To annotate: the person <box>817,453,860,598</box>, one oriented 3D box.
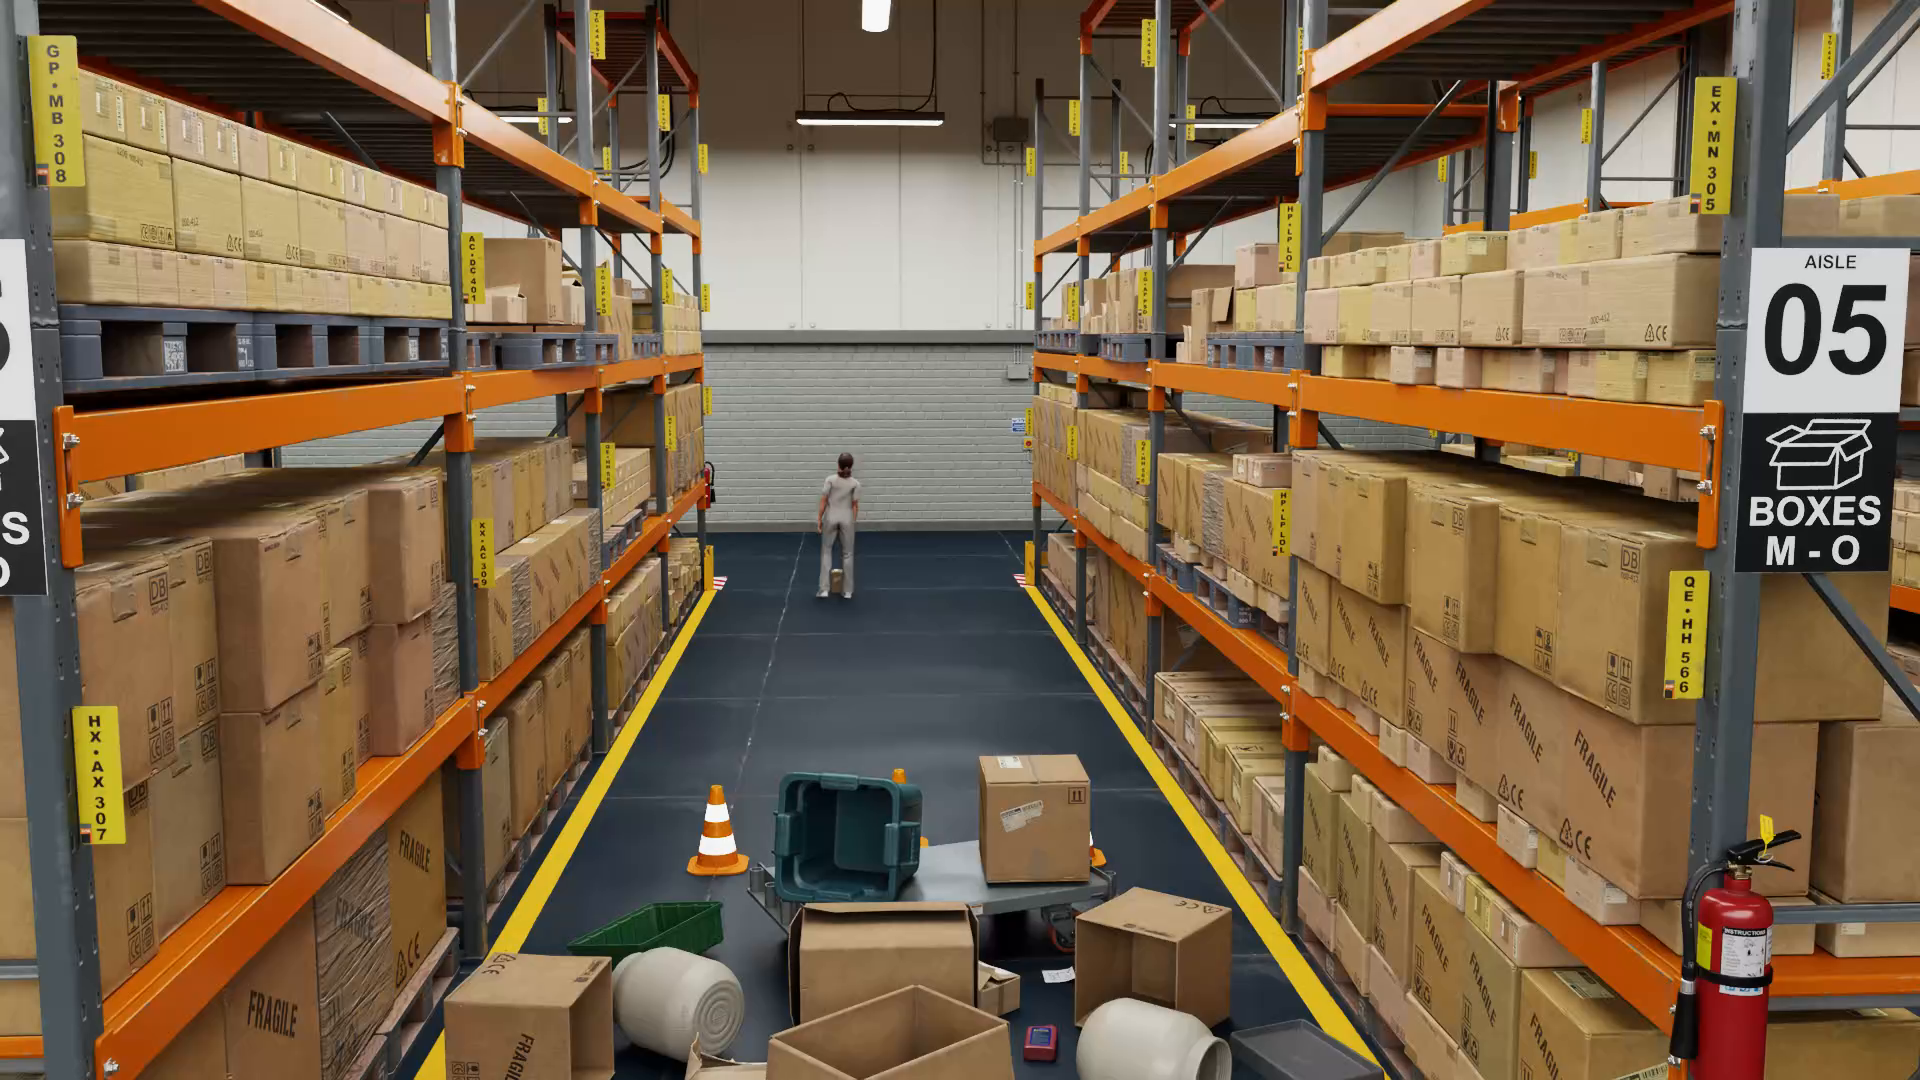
[{"bbox_3d":[-1.401,-0.166,19.099,0.517,1.674,0.365,0,7,-2],"label":"person"}]
